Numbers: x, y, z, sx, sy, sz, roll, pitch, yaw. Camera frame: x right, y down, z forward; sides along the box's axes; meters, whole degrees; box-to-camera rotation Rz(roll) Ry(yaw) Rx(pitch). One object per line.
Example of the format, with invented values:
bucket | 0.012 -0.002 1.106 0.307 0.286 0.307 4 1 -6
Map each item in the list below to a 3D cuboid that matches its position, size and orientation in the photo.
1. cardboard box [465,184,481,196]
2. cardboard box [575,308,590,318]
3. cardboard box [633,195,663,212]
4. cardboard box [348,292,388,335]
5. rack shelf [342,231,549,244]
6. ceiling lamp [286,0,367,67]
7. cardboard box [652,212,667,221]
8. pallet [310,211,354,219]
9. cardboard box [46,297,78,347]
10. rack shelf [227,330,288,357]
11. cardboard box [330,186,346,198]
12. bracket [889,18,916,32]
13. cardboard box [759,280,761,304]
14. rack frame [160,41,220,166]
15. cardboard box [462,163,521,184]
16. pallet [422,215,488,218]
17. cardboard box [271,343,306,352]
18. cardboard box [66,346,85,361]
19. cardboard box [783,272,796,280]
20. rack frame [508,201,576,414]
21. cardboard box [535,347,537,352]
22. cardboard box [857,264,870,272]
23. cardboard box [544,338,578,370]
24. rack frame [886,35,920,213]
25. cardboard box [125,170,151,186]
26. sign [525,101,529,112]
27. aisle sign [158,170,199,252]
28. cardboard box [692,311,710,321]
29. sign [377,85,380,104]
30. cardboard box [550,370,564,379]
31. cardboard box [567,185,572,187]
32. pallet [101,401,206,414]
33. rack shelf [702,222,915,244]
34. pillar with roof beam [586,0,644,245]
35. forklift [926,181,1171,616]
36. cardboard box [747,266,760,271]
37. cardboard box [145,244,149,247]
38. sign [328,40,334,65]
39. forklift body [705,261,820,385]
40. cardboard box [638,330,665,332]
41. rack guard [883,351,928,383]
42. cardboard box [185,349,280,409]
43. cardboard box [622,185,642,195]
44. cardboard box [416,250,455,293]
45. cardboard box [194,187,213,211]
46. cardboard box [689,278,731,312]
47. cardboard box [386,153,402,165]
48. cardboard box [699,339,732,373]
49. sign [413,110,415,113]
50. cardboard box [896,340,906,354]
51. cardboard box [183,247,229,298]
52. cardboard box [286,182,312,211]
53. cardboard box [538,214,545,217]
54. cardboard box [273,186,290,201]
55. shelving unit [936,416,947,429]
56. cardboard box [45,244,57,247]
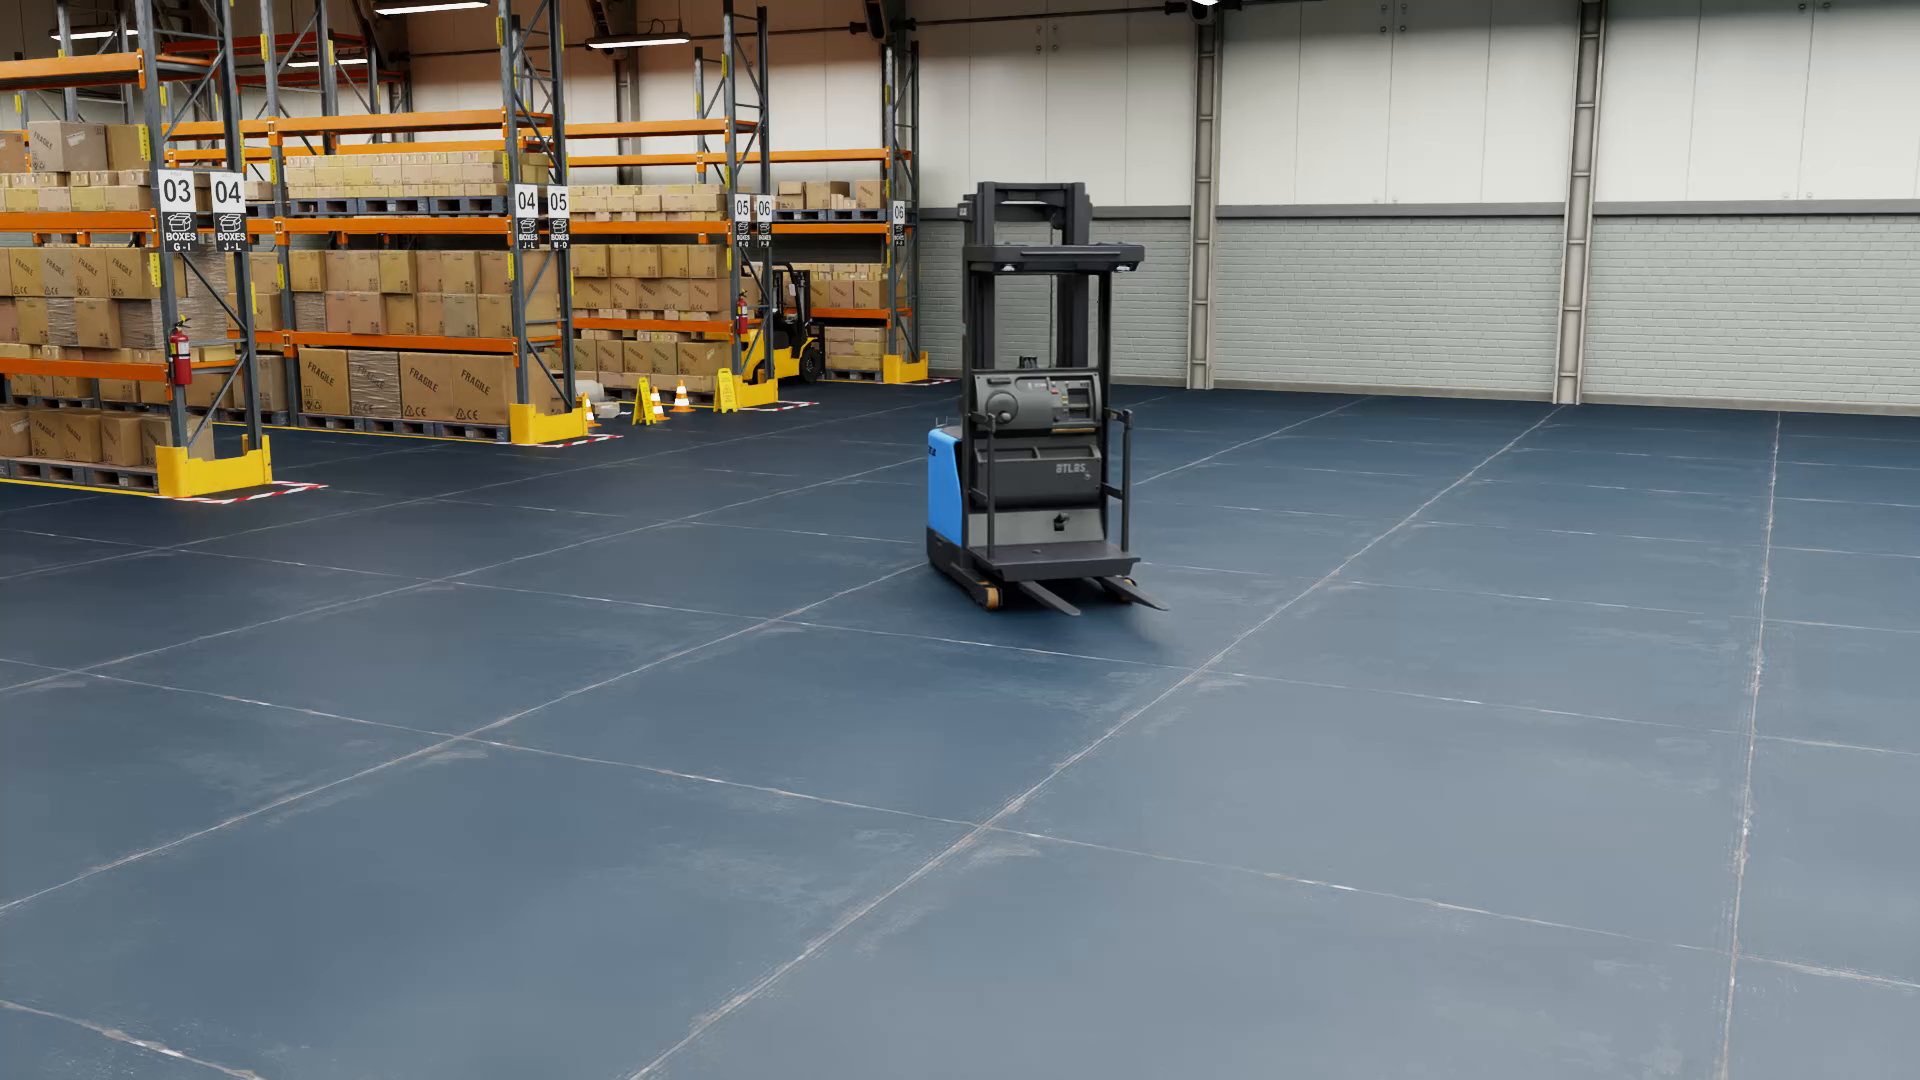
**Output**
cardboard box | -5.974 -4.380 20.832 0.250 0.149 0.380 5 11 26
cardboard box | -5.940 -3.641 26.632 0.250 0.149 0.380 5 12 28
cardboard box | -4.697 -5.204 25.726 0.500 0.250 0.500 5 12 27
cardboard box | -7.616 -3.041 22.187 0.550 0.550 0.875 5 11 26
rack shelf | -8.581 -5.173 27.989 4.000 0.370 1.077 5 11 26
ceiling lamp | -11.990 -10.724 31.828 2.000 3.185 0.800 5 11 26
cardboard box | -4.547 -4.998 25.704 0.250 0.149 0.380 5 11 25
pallet | -10.976 -5.634 29.046 1.003 0.211 1.213 6 12 28
cardboard box | -8.997 -2.306 17.430 0.500 0.500 0.875 5 11 26
rack shelf | -10.681 -2.899 23.844 4.000 0.370 1.077 5 11 26
cardboard box | -8.031 -4.561 21.829 0.250 0.149 0.380 5 11 25
bracket | -1.018 -9.204 29.711 0.430 0.232 0.235 5 11 26
cardboard box | -3.383 -4.581 30.839 0.500 0.500 0.500 5 11 25
rack frame | -13.962 -7.476 30.270 0.127 3.000 1.000 5 11 26
cardboard box | -5.863 -4.578 20.807 0.500 0.250 0.500 5 11 27
pallet | -8.226 -5.424 27.882 1.003 0.211 1.213 5 11 26
cardboard box | -11.756 -3.509 29.981 0.875 0.875 0.875 5 11 27
cardboard box | -9.061 -1.957 17.328 0.250 0.149 0.380 5 11 26
cardboard box | -3.047 -4.863 30.574 0.250 0.149 0.380 5 11 25
rack frame | -5.300 -2.780 21.167 0.127 3.000 1.000 5 11 26
cardboard box | -8.656 -3.977 33.624 0.500 0.500 0.500 5 12 27
cardboard box | -1.657 -4.895 29.918 0.250 0.149 0.380 5 11 26
cardboard box | -6.378 -3.027 26.967 0.500 0.500 0.500 6 12 29
rack frame | -1.008 -7.323 29.427 0.127 3.000 1.000 5 11 26
cardboard box | -7.973 -3.566 16.391 0.250 0.149 0.380 5 11 26
sign | -8.413 -8.365 32.337 0.005 0.325 0.100 5 11 26
aisle sign | -7.663 -3.222 16.311 0.004 0.787 0.394 5 11 26
cardboard box | -3.907 -3.452 25.588 0.250 0.149 0.380 5 11 25
sign | -10.143 -7.747 28.921 0.005 0.325 0.100 5 11 26
cardboard box | -6.429 -2.363 25.876 0.500 0.500 0.500 -4 11 -23
cardboard box | -7.640 -6.687 32.592 0.500 0.500 0.500 5 11 26
pallet | -11.801 -1.964 24.489 1.213 0.211 1.003 5 11 26
rack shelf | -2.801 -5.651 30.629 4.000 0.370 1.077 5 11 26
pillar with roof beam | -8.519 -7.308 29.339 0.548 9.000 9.100 5 11 26
forklift | 0.618 -1.030 11.690 1.130 2.935 3.031 -3 11 -15
cardboard box | -3.748 -5.067 30.869 0.250 0.149 0.380 5 12 27
cardboard box | -15.022 -5.434 30.924 0.250 0.149 0.380 5 11 25
sign | -8.620 -6.671 22.756 0.005 0.325 0.100 5 11 26
forklift body | -3.515 -3.812 29.253 1.214 2.155 2.313 5 11 26
cardboard box | -5.760 -3.826 32.439 0.625 0.625 0.875 5 11 25
rack guard | -0.986 -3.140 30.173 0.348 0.500 1.175 5 11 26
cardboard box | -10.347 -2.306 23.686 0.750 0.750 1.050 5 11 26
cardboard box | -5.025 -5.418 25.788 0.250 0.149 0.380 5 12 27
cardboard box | -6.592 -3.515 21.775 0.550 0.550 0.875 5 11 26
cardboard box | -7.903 -3.477 17.018 0.500 0.250 0.500 5 12 28
cardboard box | -3.809 -3.773 25.537 0.500 0.500 0.500 5 11 25
cardboard box | -7.120 -4.873 21.317 0.250 0.149 0.380 5 11 26
cardboard box | -3.823 -2.911 26.325 0.500 0.500 0.500 5 11 24
sign | -11.529 -8.896 35.047 0.005 0.325 0.100 5 11 26
cardboard box | -1.337 -3.541 30.512 0.500 0.250 0.500 5 12 27
cardboard box | -7.958 -2.770 17.190 0.500 0.500 0.500 5 11 26
cardboard box | -11.347 -5.988 29.013 0.500 0.500 0.700 4 11 23
cardboard box | -6.615 -5.182 26.720 0.250 0.149 0.380 5 11 25
cardboard box | -9.318 -4.848 23.091 0.396 0.266 0.258 5 11 25
shelving unit | -0.048 -0.521 14.160 0.252 1.050 0.215 5 11 26
cardboard box | -17.353 -5.627 31.991 0.250 0.149 0.380 5 12 27
